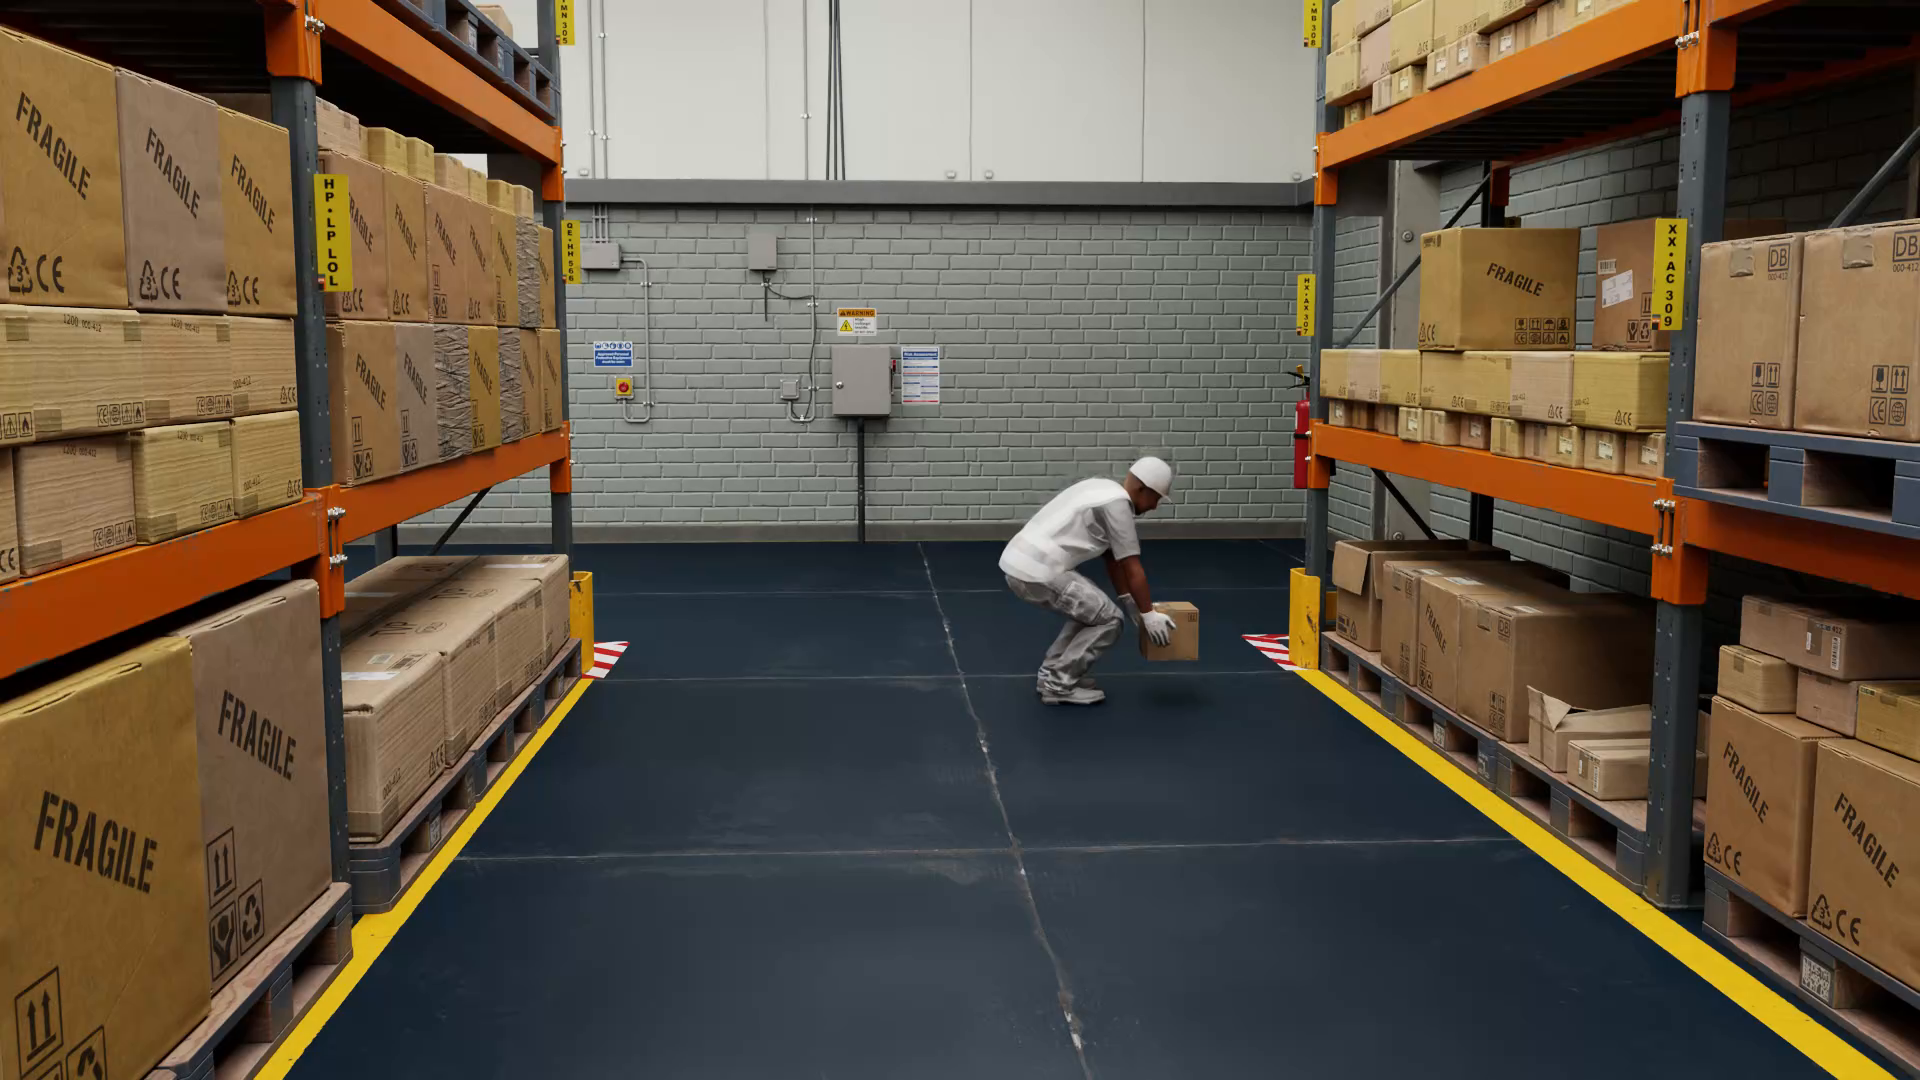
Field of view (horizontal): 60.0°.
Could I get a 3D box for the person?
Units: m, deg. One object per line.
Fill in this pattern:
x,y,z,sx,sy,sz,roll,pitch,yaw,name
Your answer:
0.616,0.184,8.162,0.853,1.183,0.597,0,7,-4,person
